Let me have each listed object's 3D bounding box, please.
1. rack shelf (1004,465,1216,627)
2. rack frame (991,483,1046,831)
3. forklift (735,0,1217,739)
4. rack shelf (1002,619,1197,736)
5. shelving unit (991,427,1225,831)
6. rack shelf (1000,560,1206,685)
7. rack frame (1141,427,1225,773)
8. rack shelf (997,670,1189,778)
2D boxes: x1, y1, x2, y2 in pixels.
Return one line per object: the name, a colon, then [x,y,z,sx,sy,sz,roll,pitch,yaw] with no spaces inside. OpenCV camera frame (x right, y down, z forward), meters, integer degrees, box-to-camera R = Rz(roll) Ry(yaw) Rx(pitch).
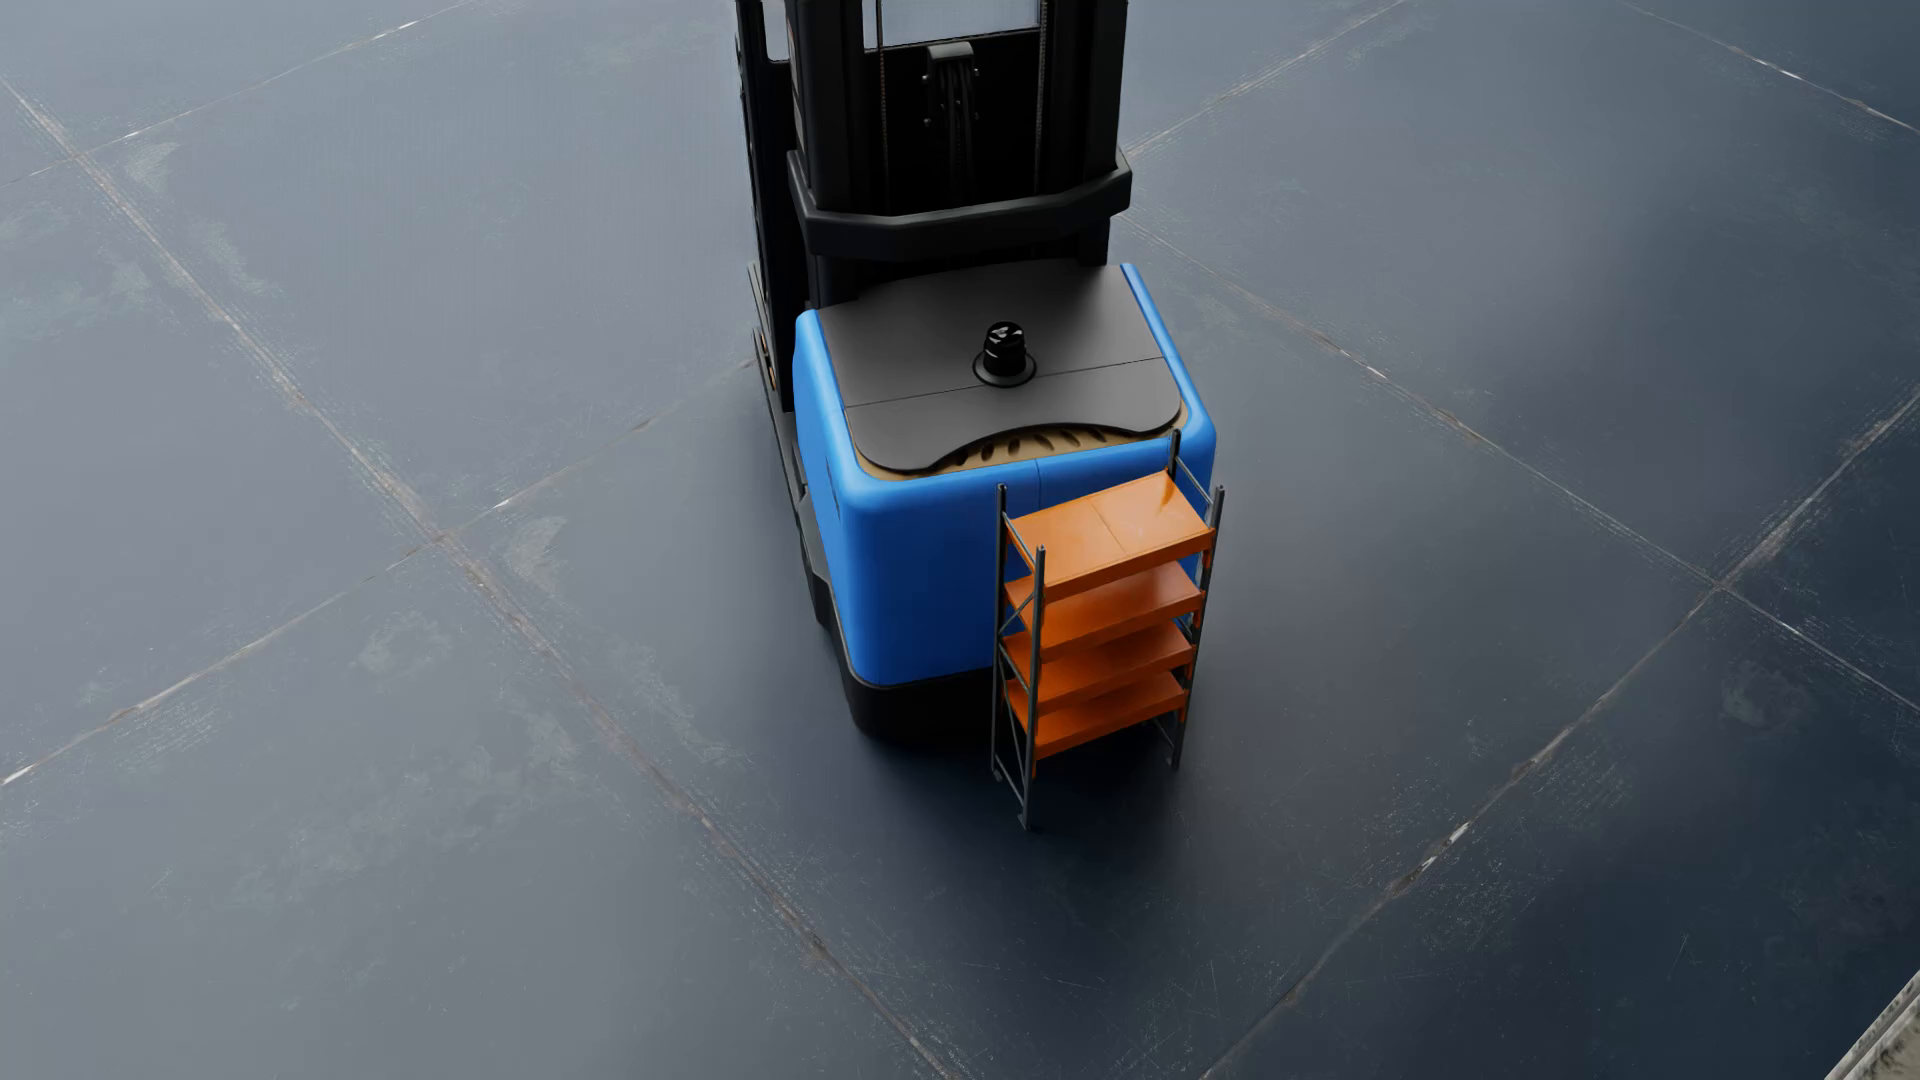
rack shelf: [0.370,0.011,4.218,0.480,0.148,0.258,-18,50,-16]
rack frame: [0.147,0.350,4.439,0.015,1.200,0.240,-18,50,-16]
forklift: [-0.134,-1.511,4.979,1.130,2.935,3.031,-10,48,-9]
rack shelf: [0.370,0.323,4.556,0.480,0.148,0.258,-18,50,-16]
shelving unit: [0.370,0.277,4.507,0.503,1.200,0.258,-18,50,-16]
rack shelf: [0.370,0.171,4.392,0.480,0.148,0.258,-18,50,-16]
rack frame: [0.593,0.204,4.574,0.015,1.200,0.240,-18,50,-16]
rack shelf: [0.370,0.458,4.702,0.480,0.148,0.258,-18,50,-16]
